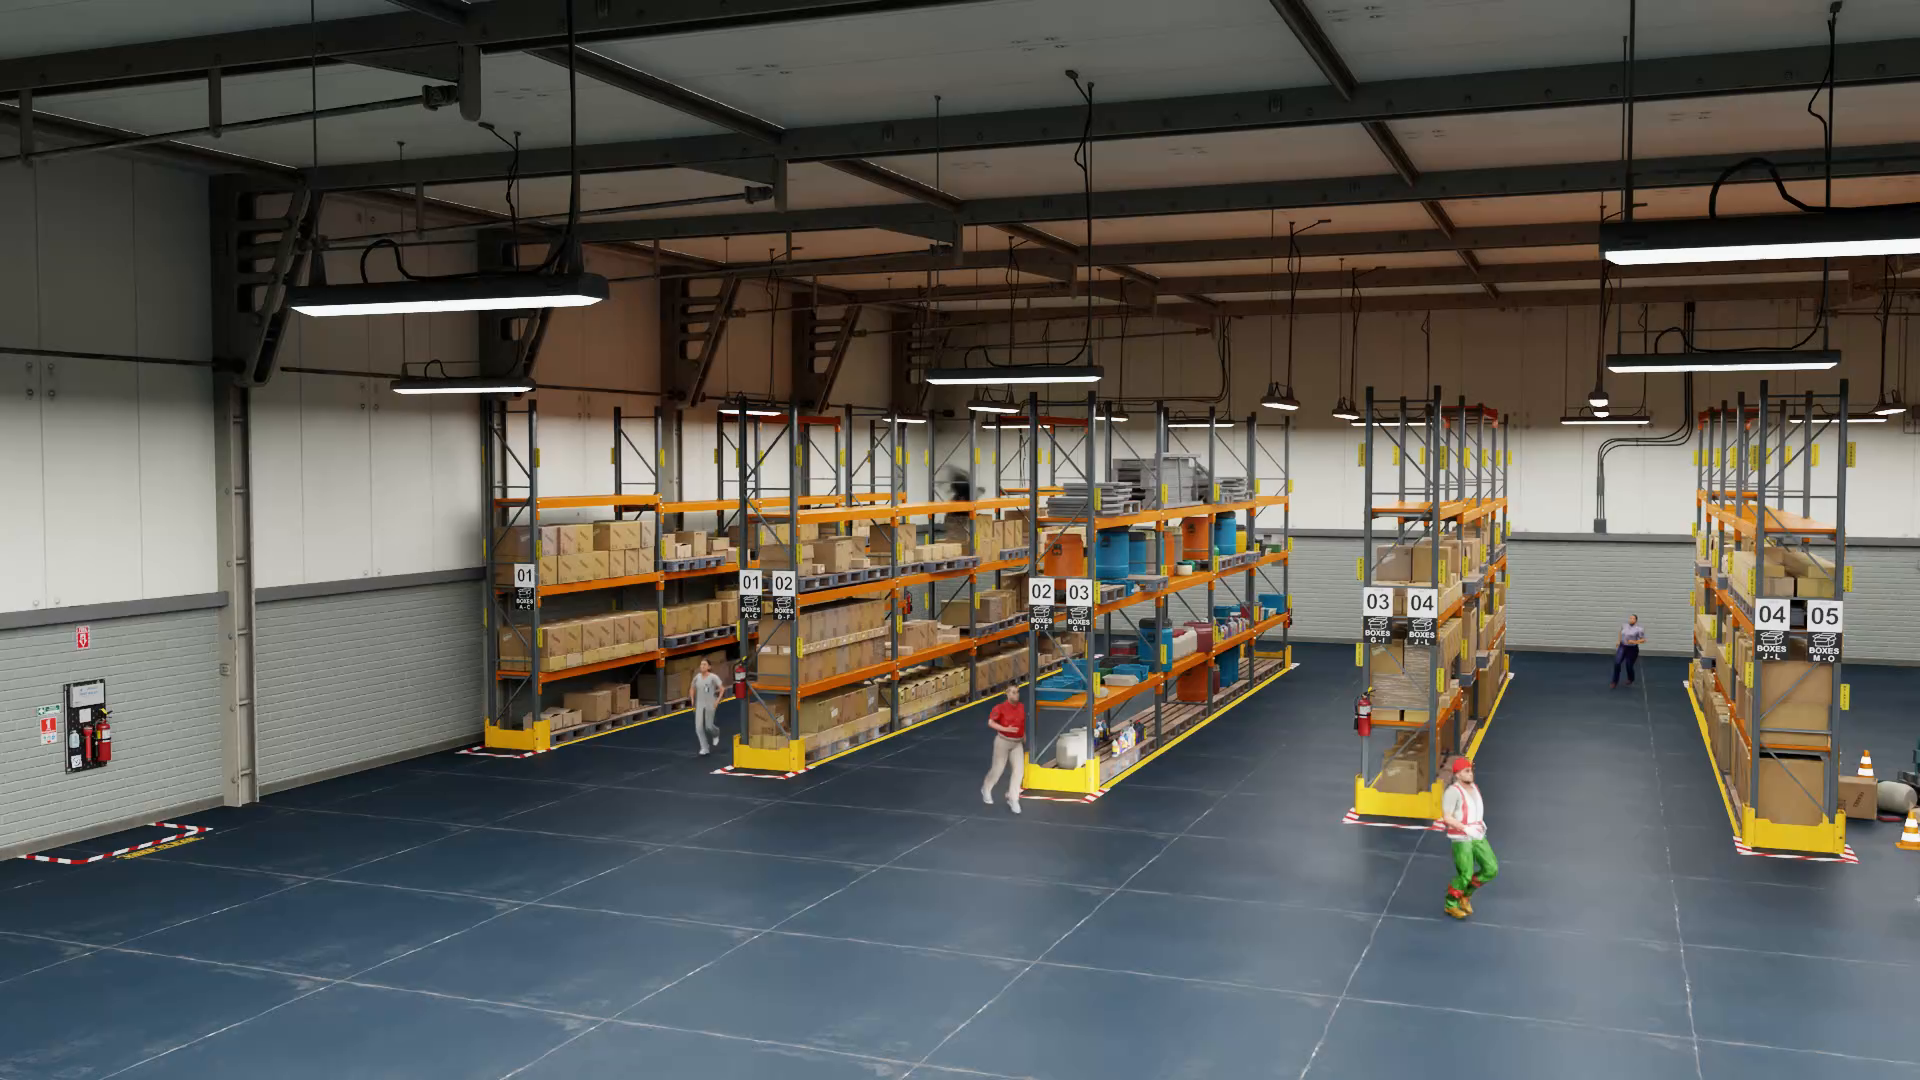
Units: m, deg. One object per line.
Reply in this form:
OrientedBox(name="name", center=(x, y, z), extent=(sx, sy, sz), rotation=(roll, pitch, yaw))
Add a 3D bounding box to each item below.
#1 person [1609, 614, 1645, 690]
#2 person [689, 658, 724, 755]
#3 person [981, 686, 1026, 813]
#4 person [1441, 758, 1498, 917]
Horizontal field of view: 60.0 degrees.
OrientedBox(name="person", center=(14.536, 2.411, 36.087), extent=(0.635, 1.631, 0.861), rotation=(3, 4, 42))
OrientedBox(name="person", center=(-4.282, 2.798, 28.146), extent=(0.609, 1.624, 0.601), rotation=(1, 3, 11))
OrientedBox(name="person", center=(0.702, 2.957, 23.806), extent=(0.688, 1.744, 0.906), rotation=(-2, 3, -29))
OrientedBox(name="person", center=(5.524, 3.232, 18.022), extent=(0.673, 1.739, 0.585), rotation=(-2, 3, -34))
